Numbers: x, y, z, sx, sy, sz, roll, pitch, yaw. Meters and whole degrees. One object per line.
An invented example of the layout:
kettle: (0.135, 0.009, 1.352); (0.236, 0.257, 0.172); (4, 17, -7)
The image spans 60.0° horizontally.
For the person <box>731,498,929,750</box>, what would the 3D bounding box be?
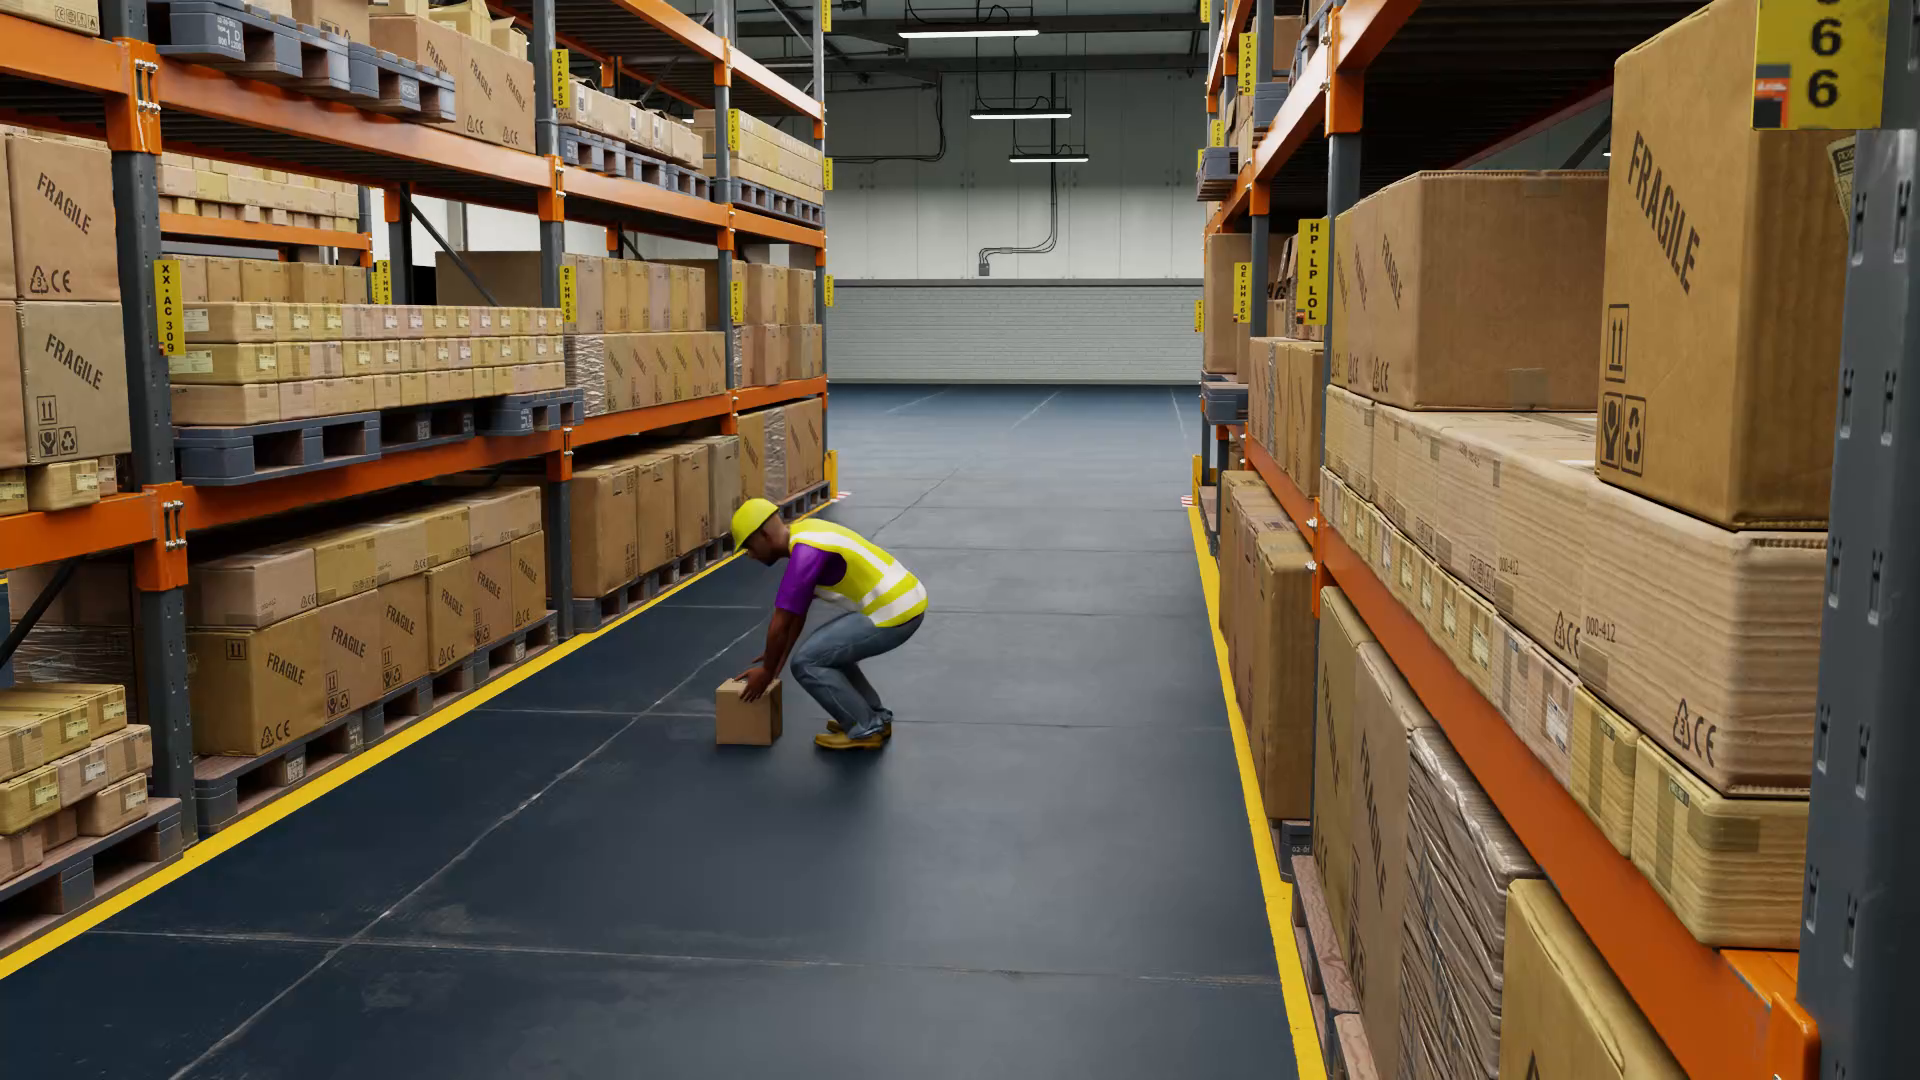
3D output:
person: (-0.583, 0.367, 7.431); (0.869, 1.112, 0.606); (1, 8, 6)
